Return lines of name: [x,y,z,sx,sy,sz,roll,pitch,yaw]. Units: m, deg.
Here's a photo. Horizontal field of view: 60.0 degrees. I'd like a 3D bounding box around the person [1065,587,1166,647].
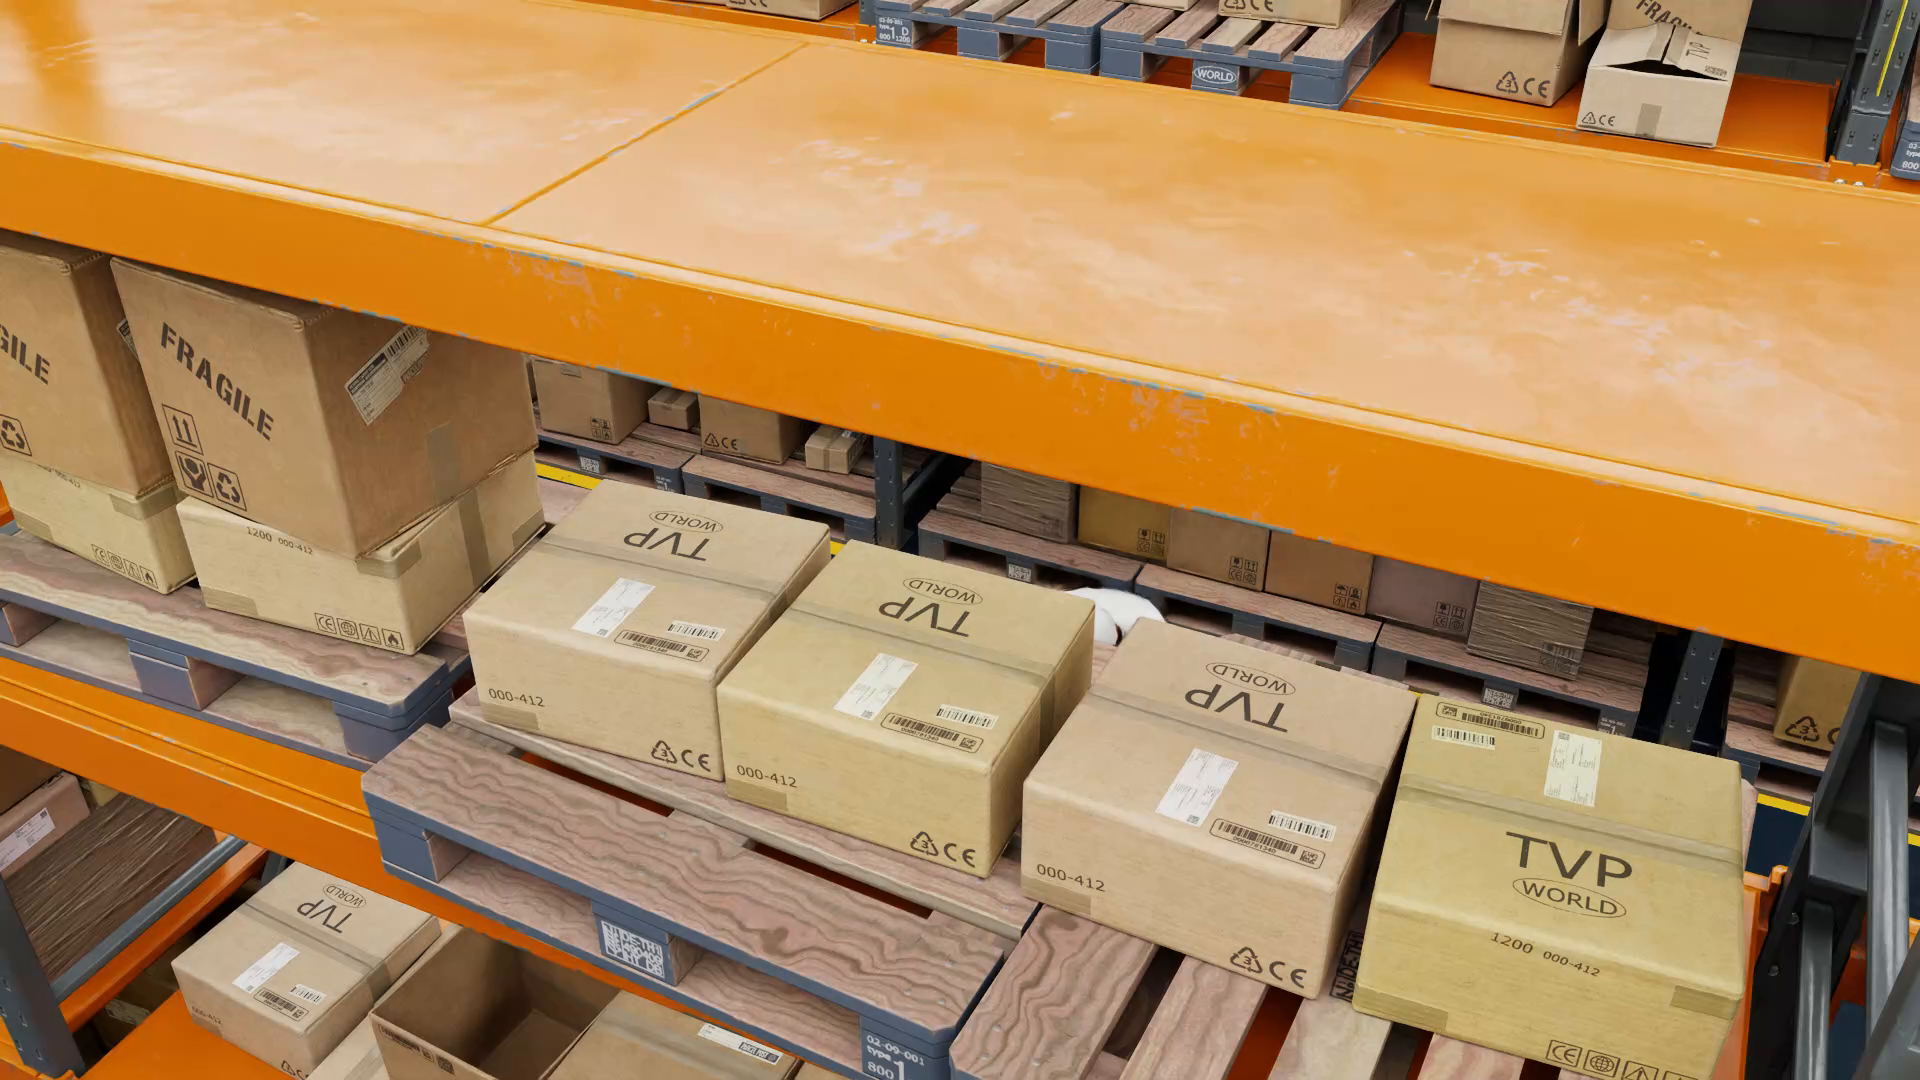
person: [0.630,0.610,7.074,0.616,1.181,0.846,14,36,20]
